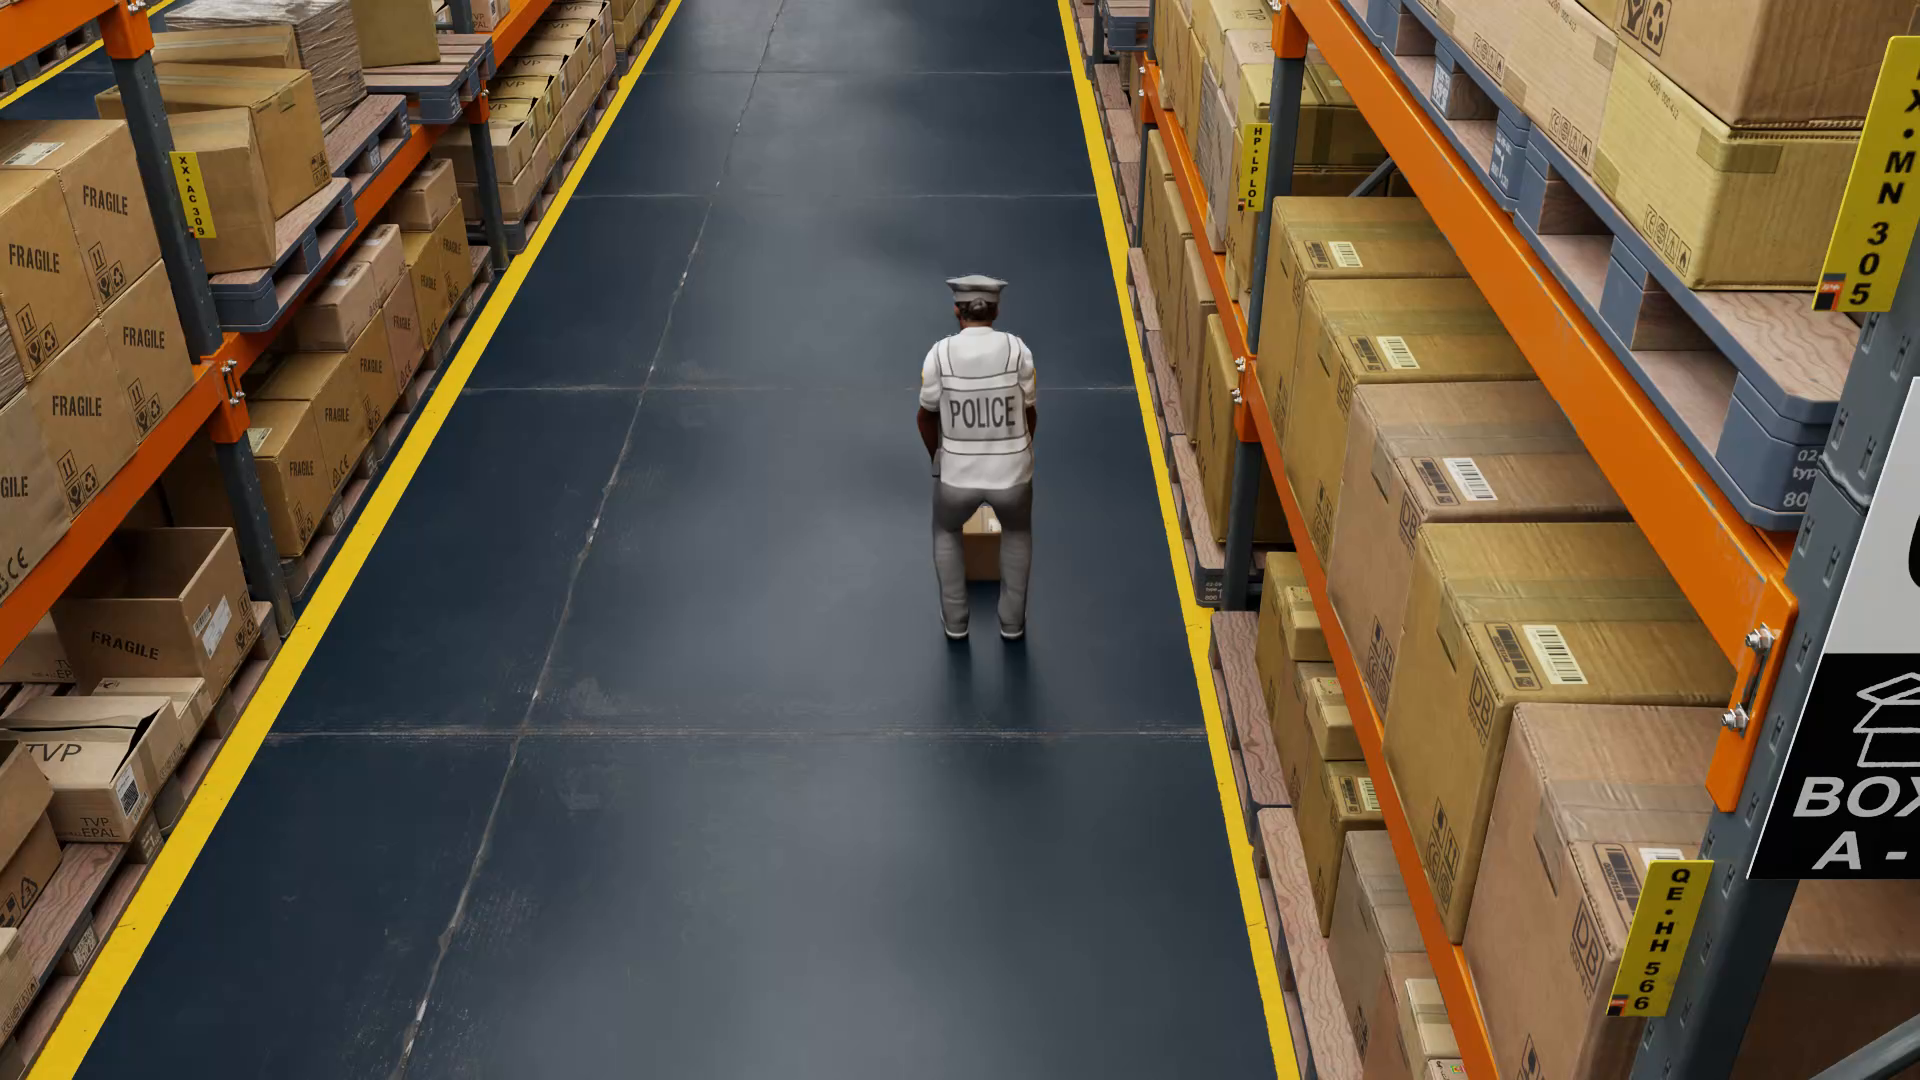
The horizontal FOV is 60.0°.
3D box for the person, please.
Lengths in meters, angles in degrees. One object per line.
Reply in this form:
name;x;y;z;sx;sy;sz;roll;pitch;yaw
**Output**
person;0.068;-0.301;6.746;0.480;1.546;0.563;0;32;1
